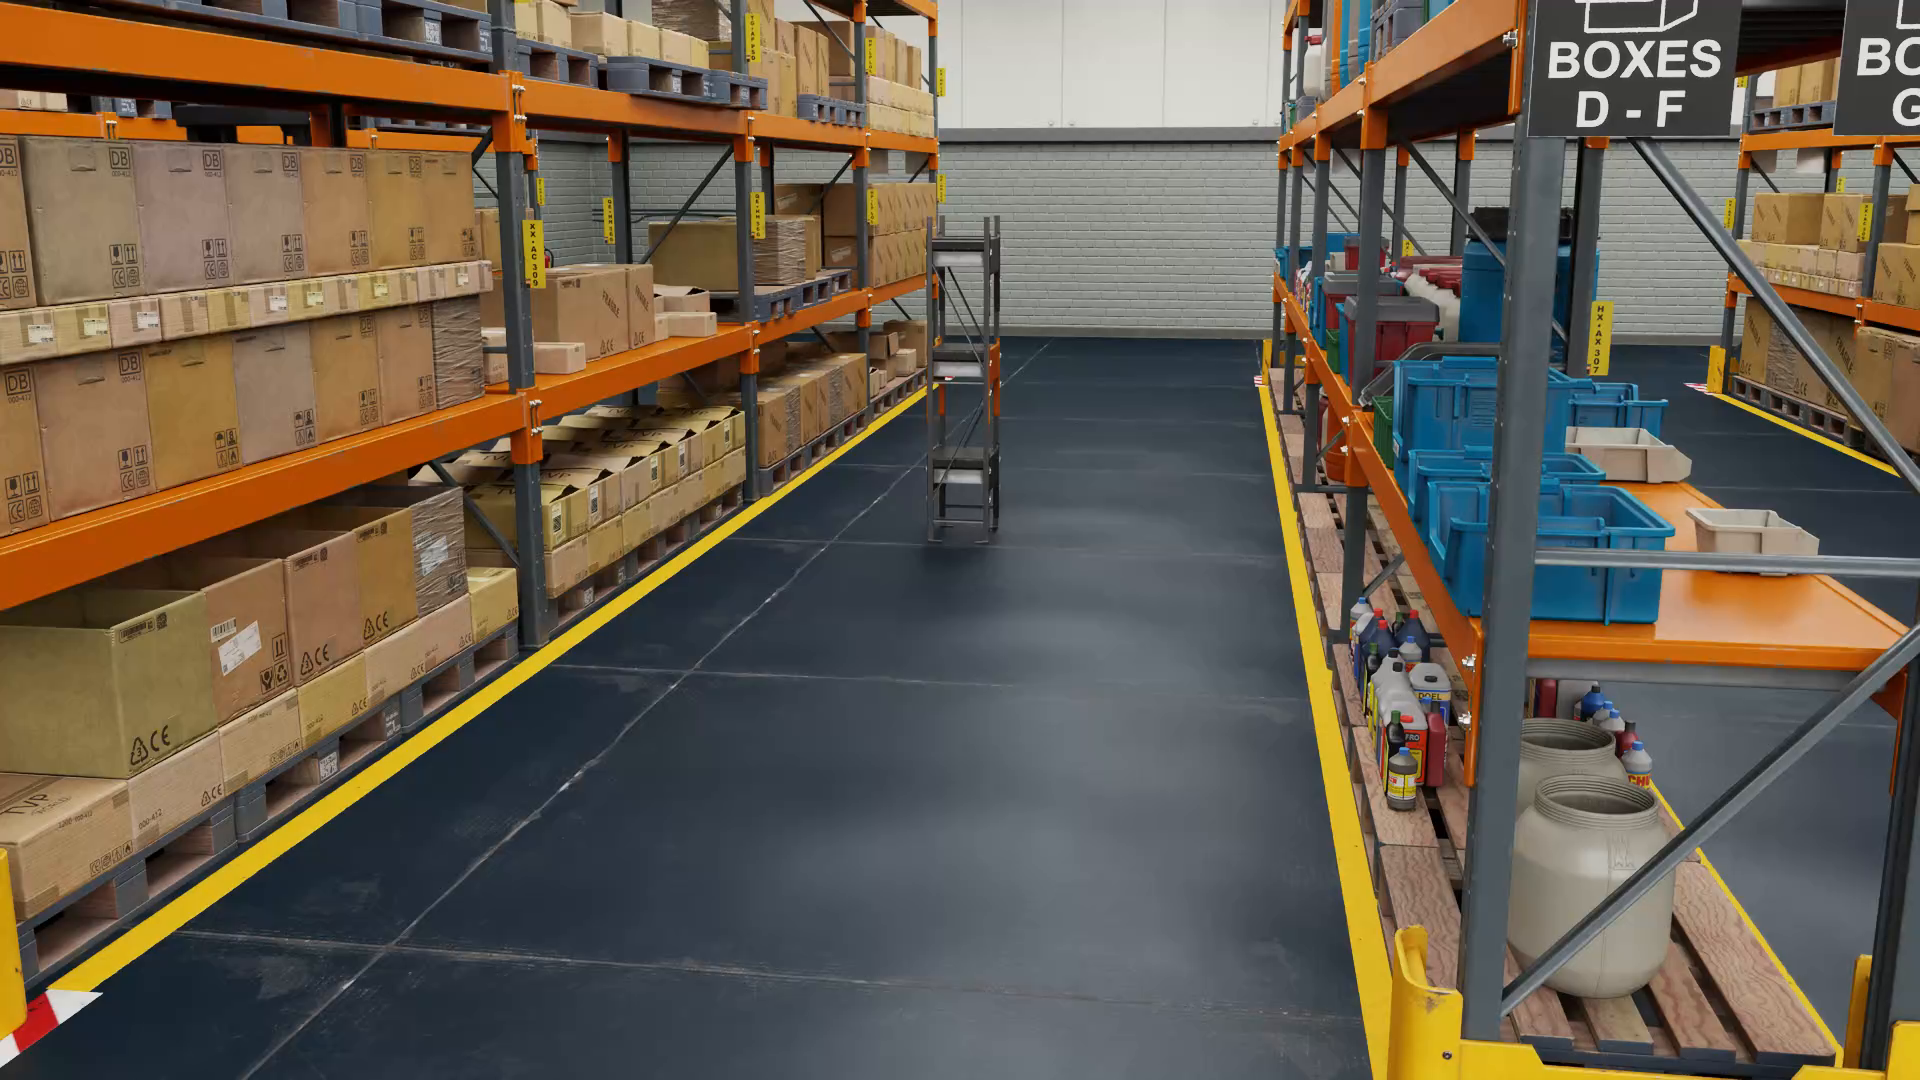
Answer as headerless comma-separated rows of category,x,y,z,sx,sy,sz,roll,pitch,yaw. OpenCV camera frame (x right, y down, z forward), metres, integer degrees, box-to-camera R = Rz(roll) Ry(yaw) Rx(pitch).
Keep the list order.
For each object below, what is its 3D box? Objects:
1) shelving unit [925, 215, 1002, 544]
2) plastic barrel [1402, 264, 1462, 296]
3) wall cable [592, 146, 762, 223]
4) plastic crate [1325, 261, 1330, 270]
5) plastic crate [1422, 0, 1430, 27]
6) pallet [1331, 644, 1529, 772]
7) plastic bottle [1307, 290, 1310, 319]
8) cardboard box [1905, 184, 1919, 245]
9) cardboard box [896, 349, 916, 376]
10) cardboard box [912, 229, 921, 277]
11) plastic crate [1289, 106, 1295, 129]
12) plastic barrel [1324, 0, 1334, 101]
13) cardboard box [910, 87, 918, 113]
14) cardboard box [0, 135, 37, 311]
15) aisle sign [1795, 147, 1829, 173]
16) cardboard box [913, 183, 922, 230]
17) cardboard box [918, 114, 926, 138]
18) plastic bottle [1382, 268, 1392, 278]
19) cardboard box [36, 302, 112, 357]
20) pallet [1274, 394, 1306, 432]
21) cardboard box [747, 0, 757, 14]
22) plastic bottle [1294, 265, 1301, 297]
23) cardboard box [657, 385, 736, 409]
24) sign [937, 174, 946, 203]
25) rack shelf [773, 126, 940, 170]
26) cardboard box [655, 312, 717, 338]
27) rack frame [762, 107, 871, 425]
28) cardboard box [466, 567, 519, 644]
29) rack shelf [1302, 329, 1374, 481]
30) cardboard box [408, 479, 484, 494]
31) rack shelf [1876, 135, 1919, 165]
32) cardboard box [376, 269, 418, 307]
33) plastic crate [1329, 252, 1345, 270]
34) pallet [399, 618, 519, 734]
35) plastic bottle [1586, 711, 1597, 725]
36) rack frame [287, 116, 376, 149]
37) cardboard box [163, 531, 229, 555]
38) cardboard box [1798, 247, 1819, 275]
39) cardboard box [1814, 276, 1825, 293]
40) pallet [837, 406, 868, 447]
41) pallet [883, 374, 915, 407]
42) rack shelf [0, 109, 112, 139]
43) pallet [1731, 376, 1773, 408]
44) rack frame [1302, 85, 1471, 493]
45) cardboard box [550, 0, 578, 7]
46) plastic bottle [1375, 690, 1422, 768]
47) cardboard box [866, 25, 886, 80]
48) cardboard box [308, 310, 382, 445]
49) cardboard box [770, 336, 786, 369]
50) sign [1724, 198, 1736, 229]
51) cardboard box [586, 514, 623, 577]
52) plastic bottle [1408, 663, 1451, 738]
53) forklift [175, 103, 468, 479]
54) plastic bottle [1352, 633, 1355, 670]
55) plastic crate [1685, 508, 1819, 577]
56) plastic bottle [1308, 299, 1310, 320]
shelving unit,0.025,-1.061,10.932,0.431,2.100,0.503,2,12,9
plastic barrel,2.953,-1.444,10.306,0.421,0.512,0.421,0,12,0
wall cable,-4.436,-6.177,25.665,3.097,2.526,0.112,2,12,9
plastic crate,4.125,-2.940,18.000,0.396,0.136,0.243,2,12,9
plastic crate,1.773,-1.820,5.703,0.336,0.188,0.450,2,12,9
pallet,2.140,0.724,7.131,1.003,0.211,1.213,2,12,9
plastic bottle,2.672,-1.798,12.520,0.097,0.271,0.097,0,12,0
cardboard box,8.319,-2.688,13.728,0.797,0.503,0.637,2,12,7
cardboard box,-0.780,-1.990,18.588,0.500,0.250,0.500,2,12,9
cardboard box,-0.722,-3.172,18.353,0.500,0.500,0.500,2,12,9
plastic crate,3.282,-3.903,15.369,0.450,0.188,0.662,2,12,9
plastic barrel,2.559,-3.157,10.214,0.600,0.901,0.600,0,12,0
cardboard box,-0.748,-4.751,17.967,0.500,0.250,0.500,2,12,9
cardboard box,-3.132,-0.897,4.718,0.700,0.500,0.500,2,12,9
aisle sign,9.332,-4.391,18.077,0.394,0.787,0.004,2,12,9
cardboard box,-0.712,-3.659,18.243,0.500,0.500,0.500,2,12,10
cardboard box,-0.670,-4.610,18.502,0.500,0.250,0.500,2,12,9
plastic bottle,3.357,-1.964,13.105,0.144,0.351,0.185,2,12,9
cardboard box,-2.874,-0.654,5.129,0.380,0.149,0.250,2,12,9
pallet,3.590,-1.234,16.217,1.003,0.211,1.213,2,12,9
cardboard box,-1.842,-3.972,12.573,0.500,0.500,0.500,2,12,9
plastic bottle,3.037,-2.323,14.930,0.061,0.283,0.133,2,12,9
cardboard box,-2.082,-0.967,13.248,0.500,0.500,0.500,2,12,11
sign,-0.218,-4.135,19.562,0.100,0.325,0.005,2,12,9
rack shelf,-1.071,-4.135,17.648,1.077,0.370,4.000,2,12,9
cardboard box,-1.859,-1.452,11.208,0.380,0.149,0.250,2,12,9
rack frame,-1.379,-2.604,15.956,1.000,3.000,0.127,2,12,9
cardboard box,-2.465,0.304,7.993,0.500,0.250,0.500,2,12,9
rack shelf,2.592,-0.842,9.488,1.077,0.370,4.000,2,12,9
cardboard box,-2.830,-0.167,8.849,0.500,0.311,0.500,2,12,9
rack shelf,8.102,-2.980,12.291,1.077,0.370,4.000,2,12,9
cardboard box,-2.556,-1.080,7.109,0.380,0.149,0.250,2,12,9
plastic crate,3.932,-2.726,16.661,0.437,0.282,0.530,2,12,9
pallet,-2.773,0.589,7.760,1.003,0.211,1.213,2,12,9
plastic bottle,2.340,0.728,6.093,0.097,0.201,0.097,0,12,0
rack frame,-6.274,-2.764,16.697,1.000,3.000,0.127,2,12,9
cardboard box,-3.218,0.232,6.545,0.500,0.500,0.500,2,12,9
cardboard box,8.373,-2.669,15.907,0.500,0.250,0.500,2,12,10
cardboard box,8.251,-2.394,15.578,0.380,0.149,0.250,2,12,10
pallet,-1.467,-1.070,15.458,1.003,0.211,1.213,2,12,9
pallet,-1.087,-1.638,18.095,1.003,0.211,1.213,2,12,9
rack shelf,-7.197,-2.629,10.661,1.077,0.370,4.000,2,12,9
pallet,8.979,-1.583,17.836,1.003,0.211,1.213,2,12,9
rack frame,2.900,-1.610,11.344,1.000,3.000,0.127,2,12,9
cardboard box,-2.411,-3.150,8.948,0.500,0.500,0.500,3,13,14
plastic bottle,1.606,0.695,6.070,0.152,0.276,0.135,2,12,7
cardboard box,-1.125,-4.810,16.461,0.700,0.500,0.500,2,12,9
cardboard box,-2.827,-0.681,6.794,0.700,0.500,0.500,2,12,9
cardboard box,-1.848,-1.663,14.697,0.500,0.250,0.500,2,12,9
sign,8.477,-3.596,18.316,0.100,0.325,0.005,2,12,9
cardboard box,-2.222,0.018,9.320,0.500,0.250,0.500,2,12,10
plastic bottle,1.806,0.621,6.413,0.152,0.276,0.135,2,12,9
forklift,-4.445,-1.618,11.545,1.130,2.935,3.031,2,12,10
plastic bottle,1.771,0.470,7.290,0.097,0.201,0.097,0,12,0
plastic crate,2.125,0.008,4.460,0.298,0.136,0.250,2,12,9
plastic bottle,2.657,-1.743,12.433,0.097,0.201,0.097,0,12,0
